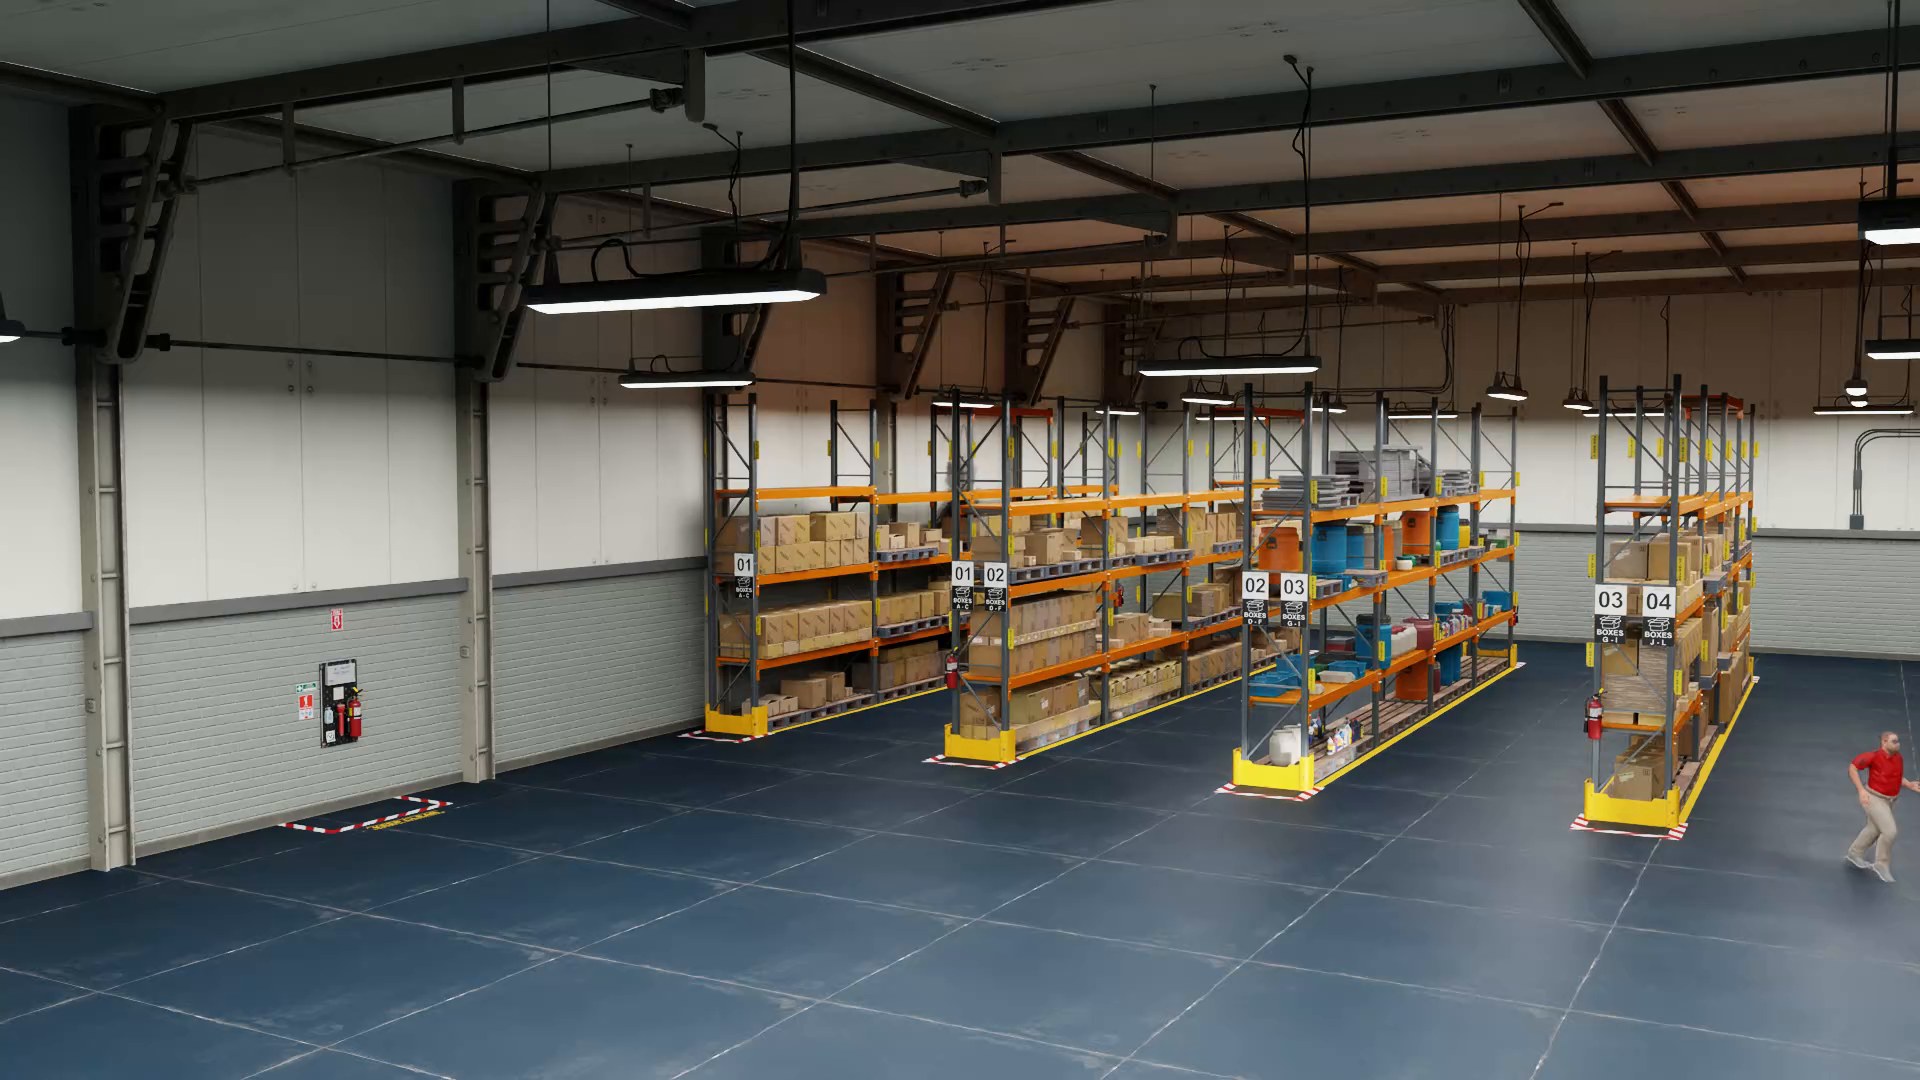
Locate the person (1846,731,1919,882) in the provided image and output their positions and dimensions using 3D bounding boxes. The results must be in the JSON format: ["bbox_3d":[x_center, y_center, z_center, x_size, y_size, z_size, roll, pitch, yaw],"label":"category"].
[{"bbox_3d":[10.798,3.121,19.499,0.592,1.787,0.875,-2,4,-30],"label":"person"}]
